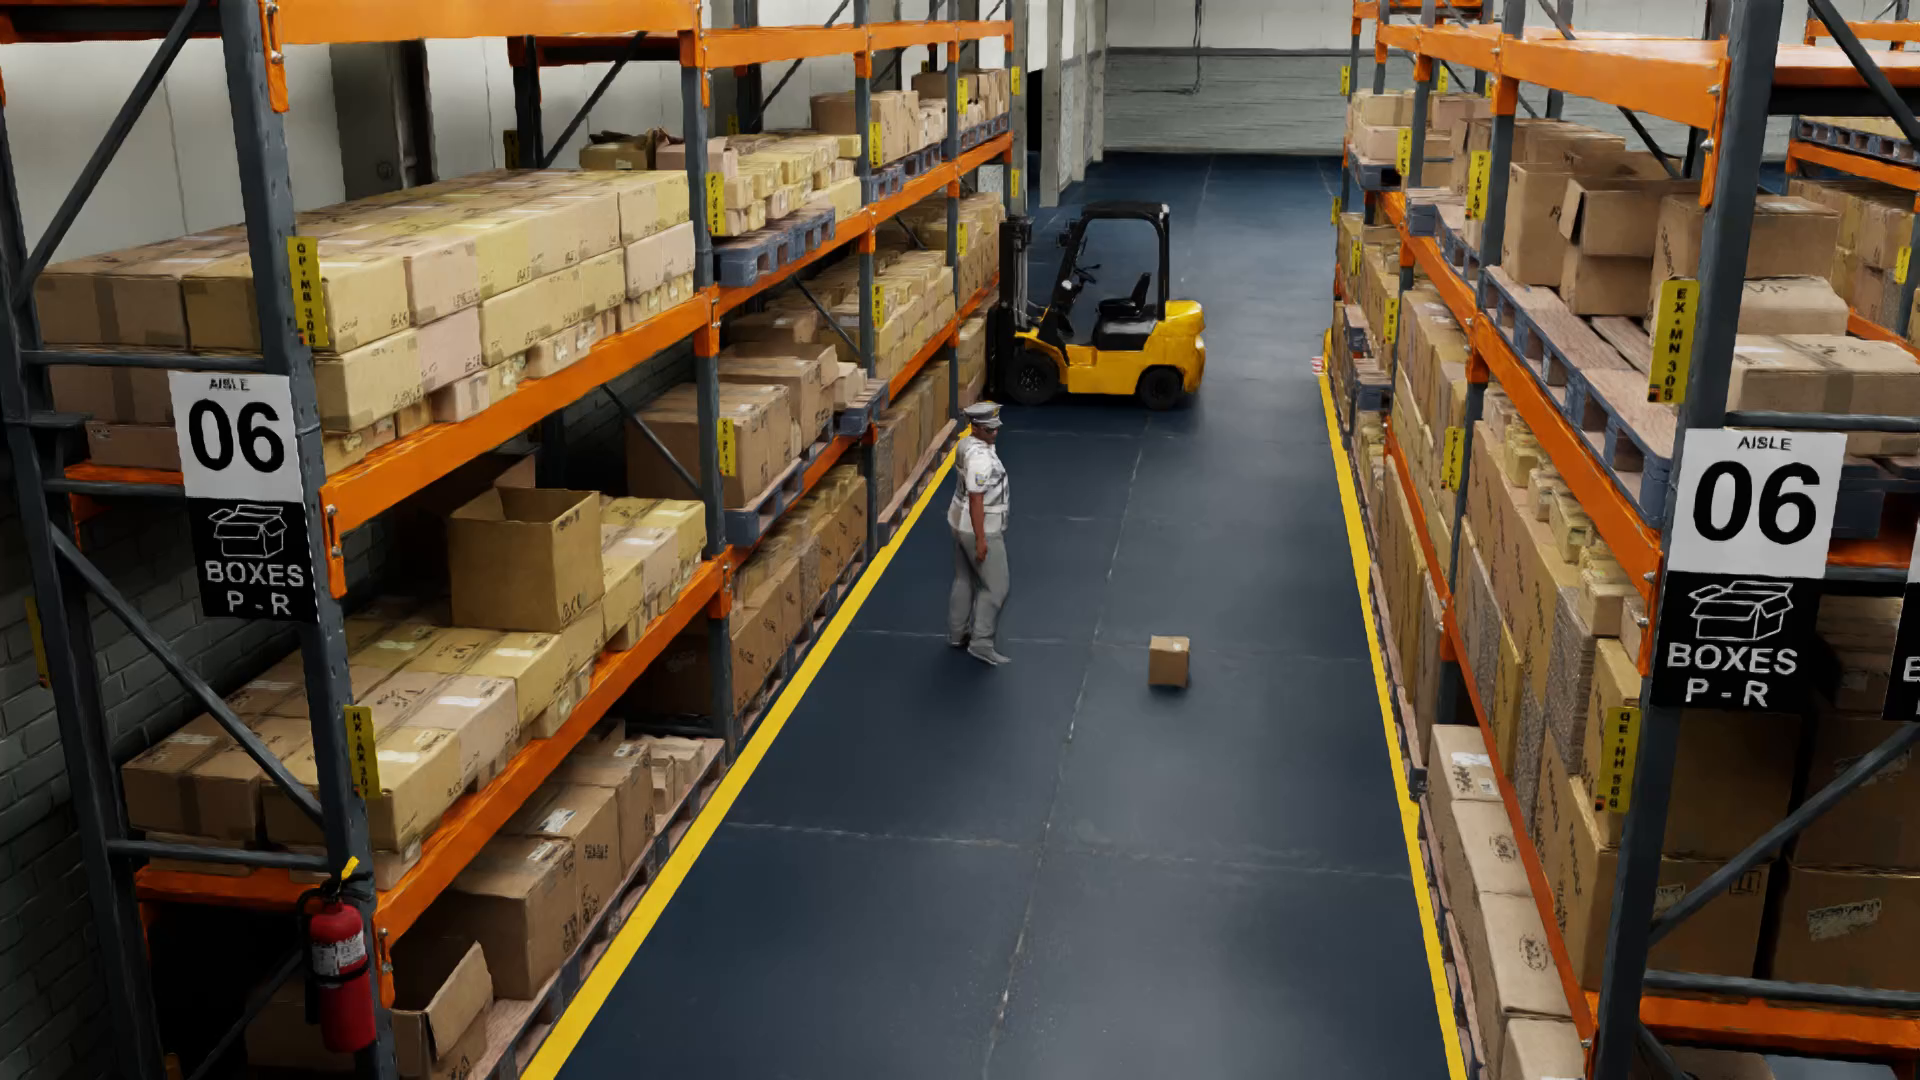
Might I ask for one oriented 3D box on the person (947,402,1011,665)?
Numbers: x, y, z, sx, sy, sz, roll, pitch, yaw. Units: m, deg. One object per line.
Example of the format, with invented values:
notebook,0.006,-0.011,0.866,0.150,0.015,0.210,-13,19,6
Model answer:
person,0.153,-0.058,11.256,0.432,1.801,0.602,-6,19,-18
